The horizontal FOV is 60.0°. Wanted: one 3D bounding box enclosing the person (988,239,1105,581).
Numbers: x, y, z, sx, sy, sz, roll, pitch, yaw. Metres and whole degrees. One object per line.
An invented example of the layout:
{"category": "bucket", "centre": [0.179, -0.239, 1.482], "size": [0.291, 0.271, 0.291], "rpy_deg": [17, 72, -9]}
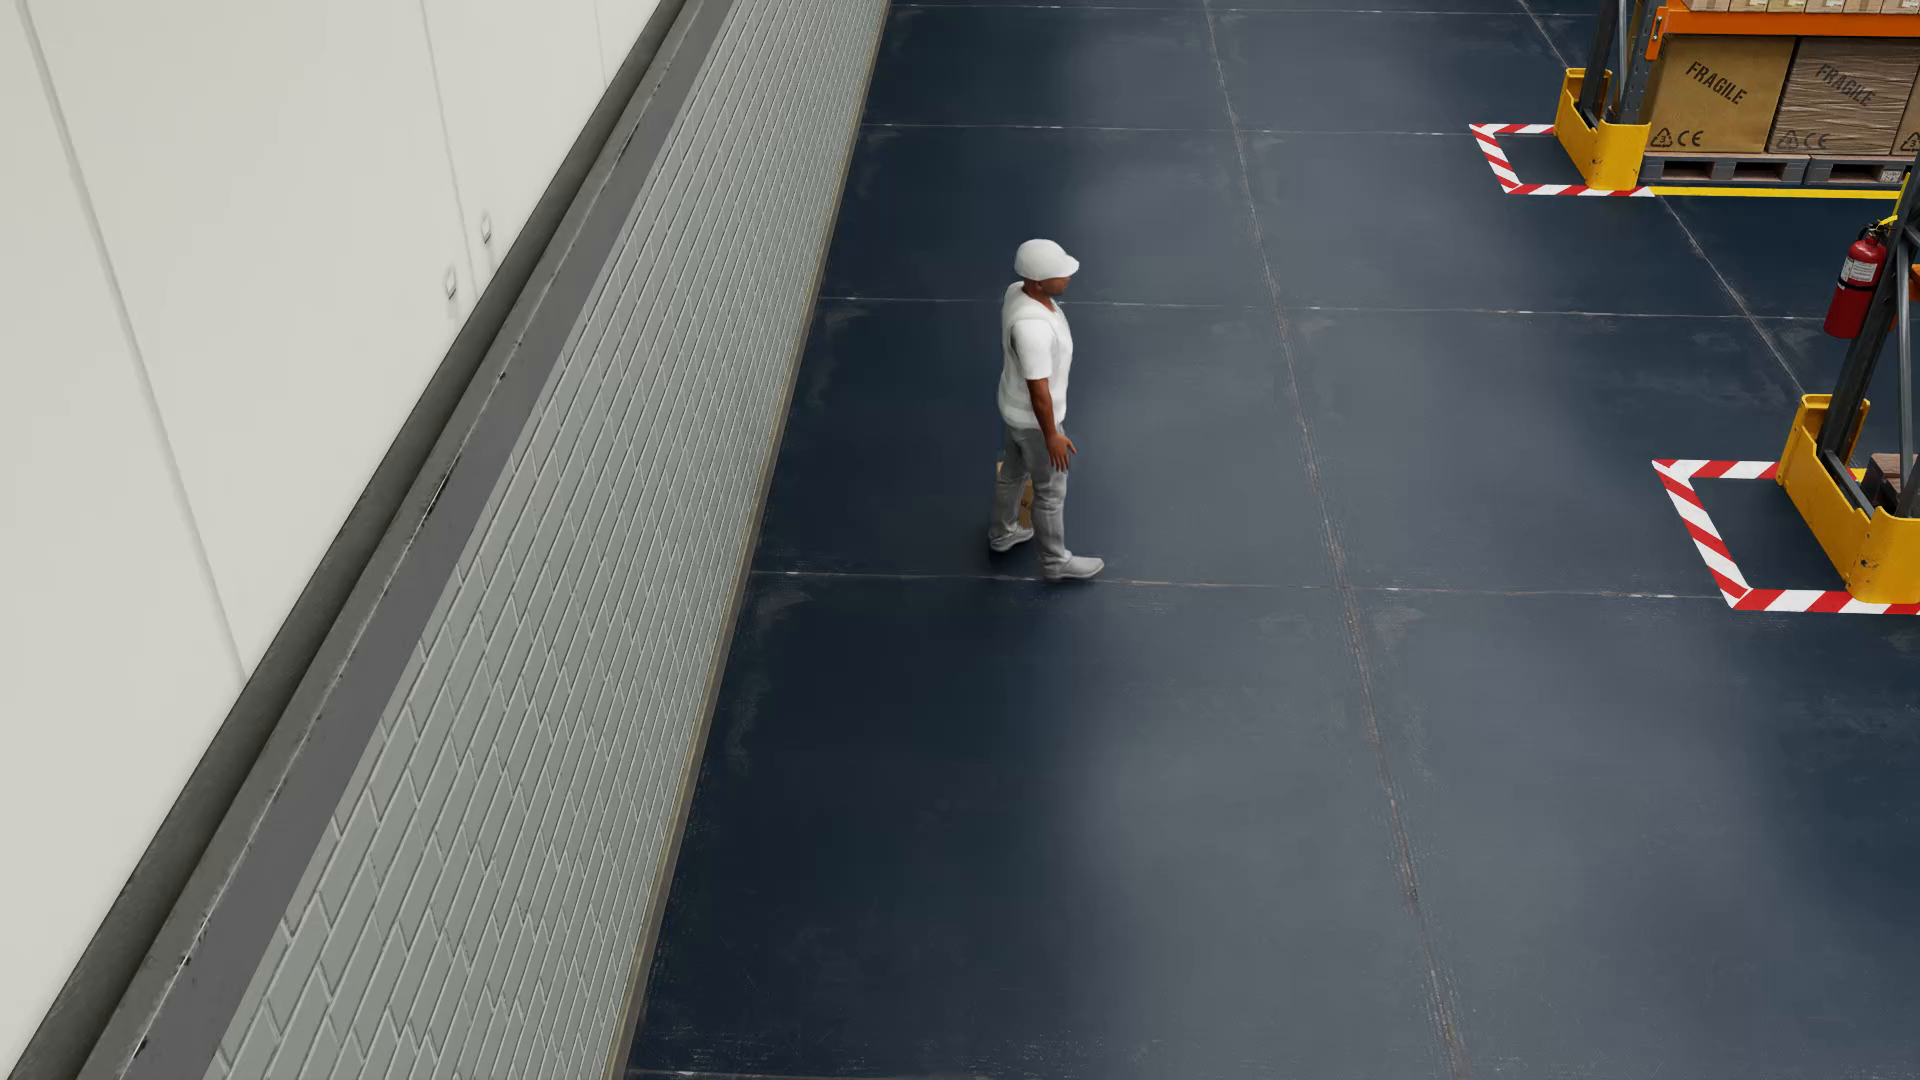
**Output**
{"category": "person", "centre": [0.432, -0.612, 7.914], "size": [0.561, 1.765, 0.669], "rpy_deg": [-3, 36, -4]}
